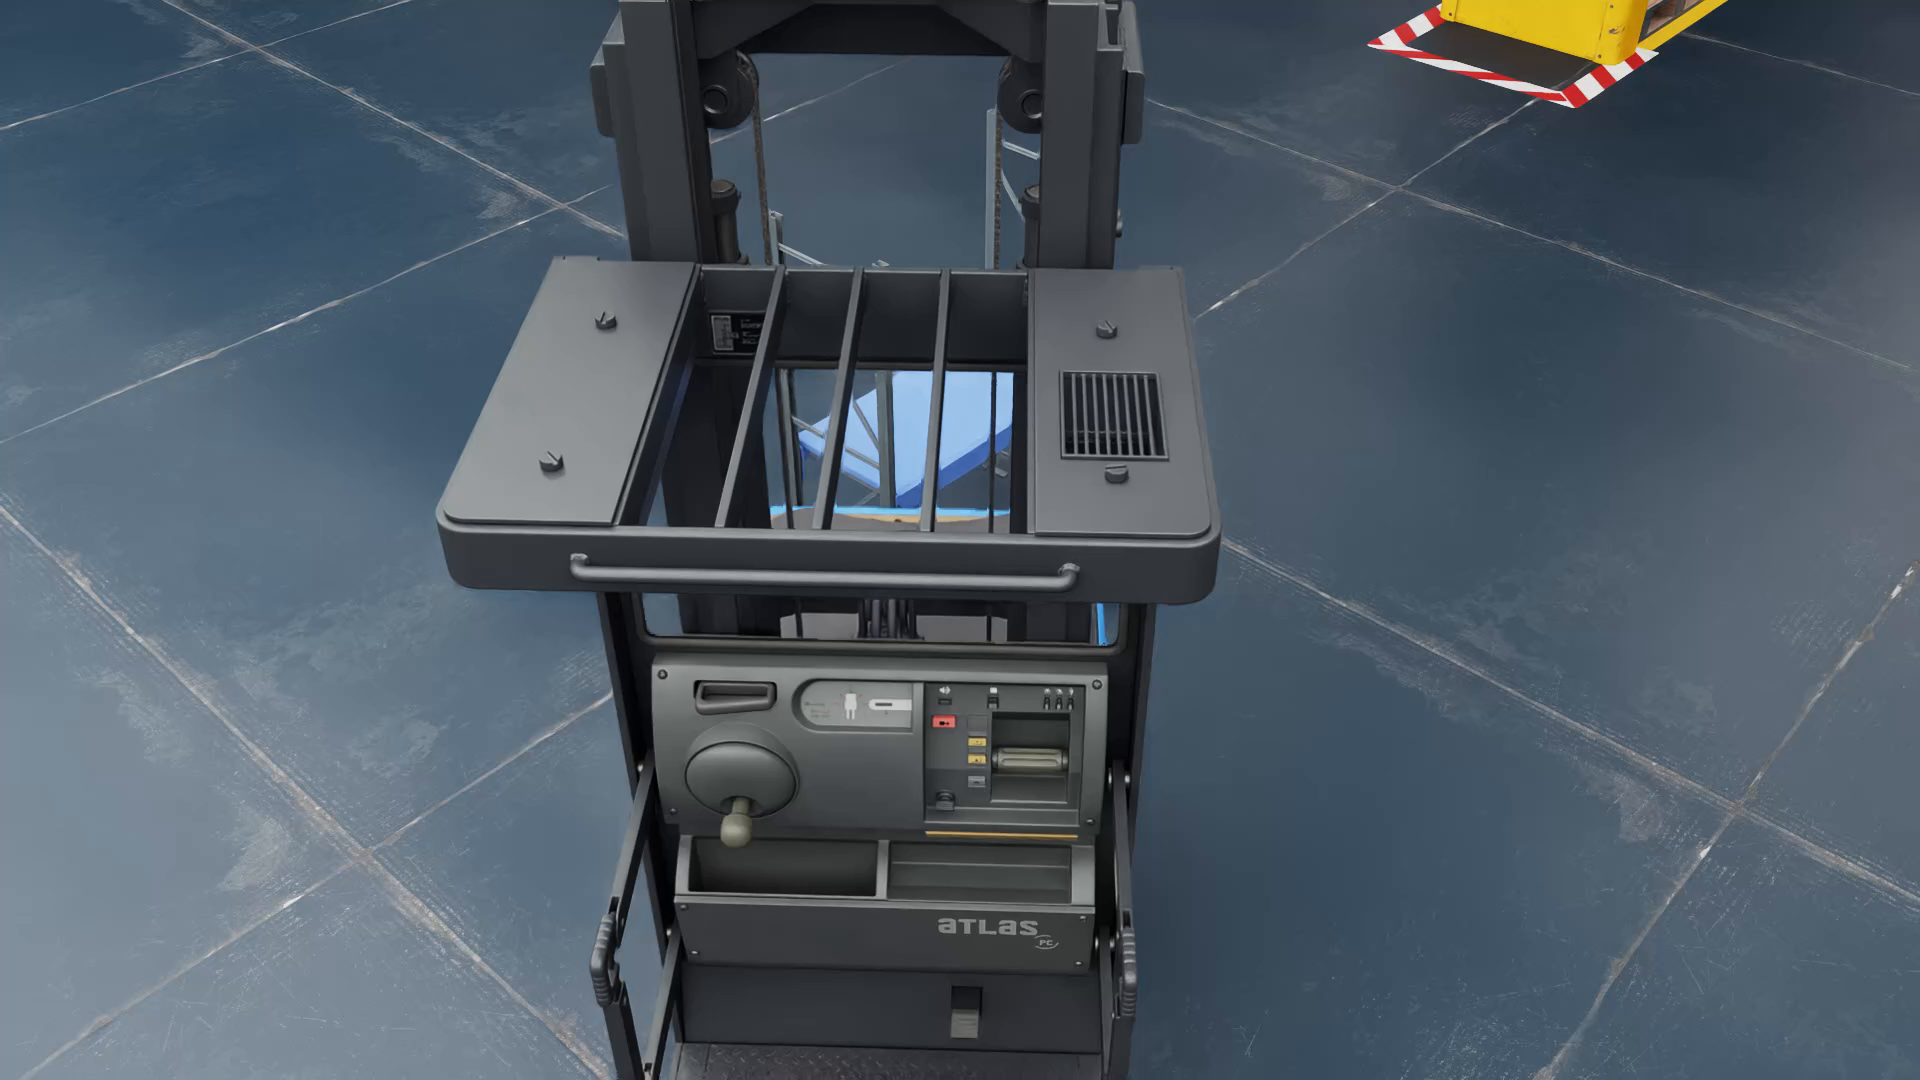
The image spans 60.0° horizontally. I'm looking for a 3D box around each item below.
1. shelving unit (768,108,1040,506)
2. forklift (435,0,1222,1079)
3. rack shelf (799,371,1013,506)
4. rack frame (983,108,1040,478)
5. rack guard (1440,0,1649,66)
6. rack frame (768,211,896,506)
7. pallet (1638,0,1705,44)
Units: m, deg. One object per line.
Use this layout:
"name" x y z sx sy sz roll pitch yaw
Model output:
"shelving unit" -0.058 -0.548 5.734 0.538 1.500 1.048 30 47 32
"forklift" -0.170 0.513 3.250 1.130 2.935 3.031 1 39 2
"rack shelf" -0.058 -0.407 5.846 0.538 0.185 1.000 30 47 32
"rack frame" 0.285 -0.781 6.028 0.500 1.500 0.032 30 47 32
"rack guard" 3.506 -3.284 9.979 1.175 0.500 0.348 30 47 32
"rack frame" -0.400 -0.314 5.440 0.500 1.500 0.032 30 47 32
"pallet" 4.081 -3.530 10.519 1.003 0.211 1.213 30 47 32
